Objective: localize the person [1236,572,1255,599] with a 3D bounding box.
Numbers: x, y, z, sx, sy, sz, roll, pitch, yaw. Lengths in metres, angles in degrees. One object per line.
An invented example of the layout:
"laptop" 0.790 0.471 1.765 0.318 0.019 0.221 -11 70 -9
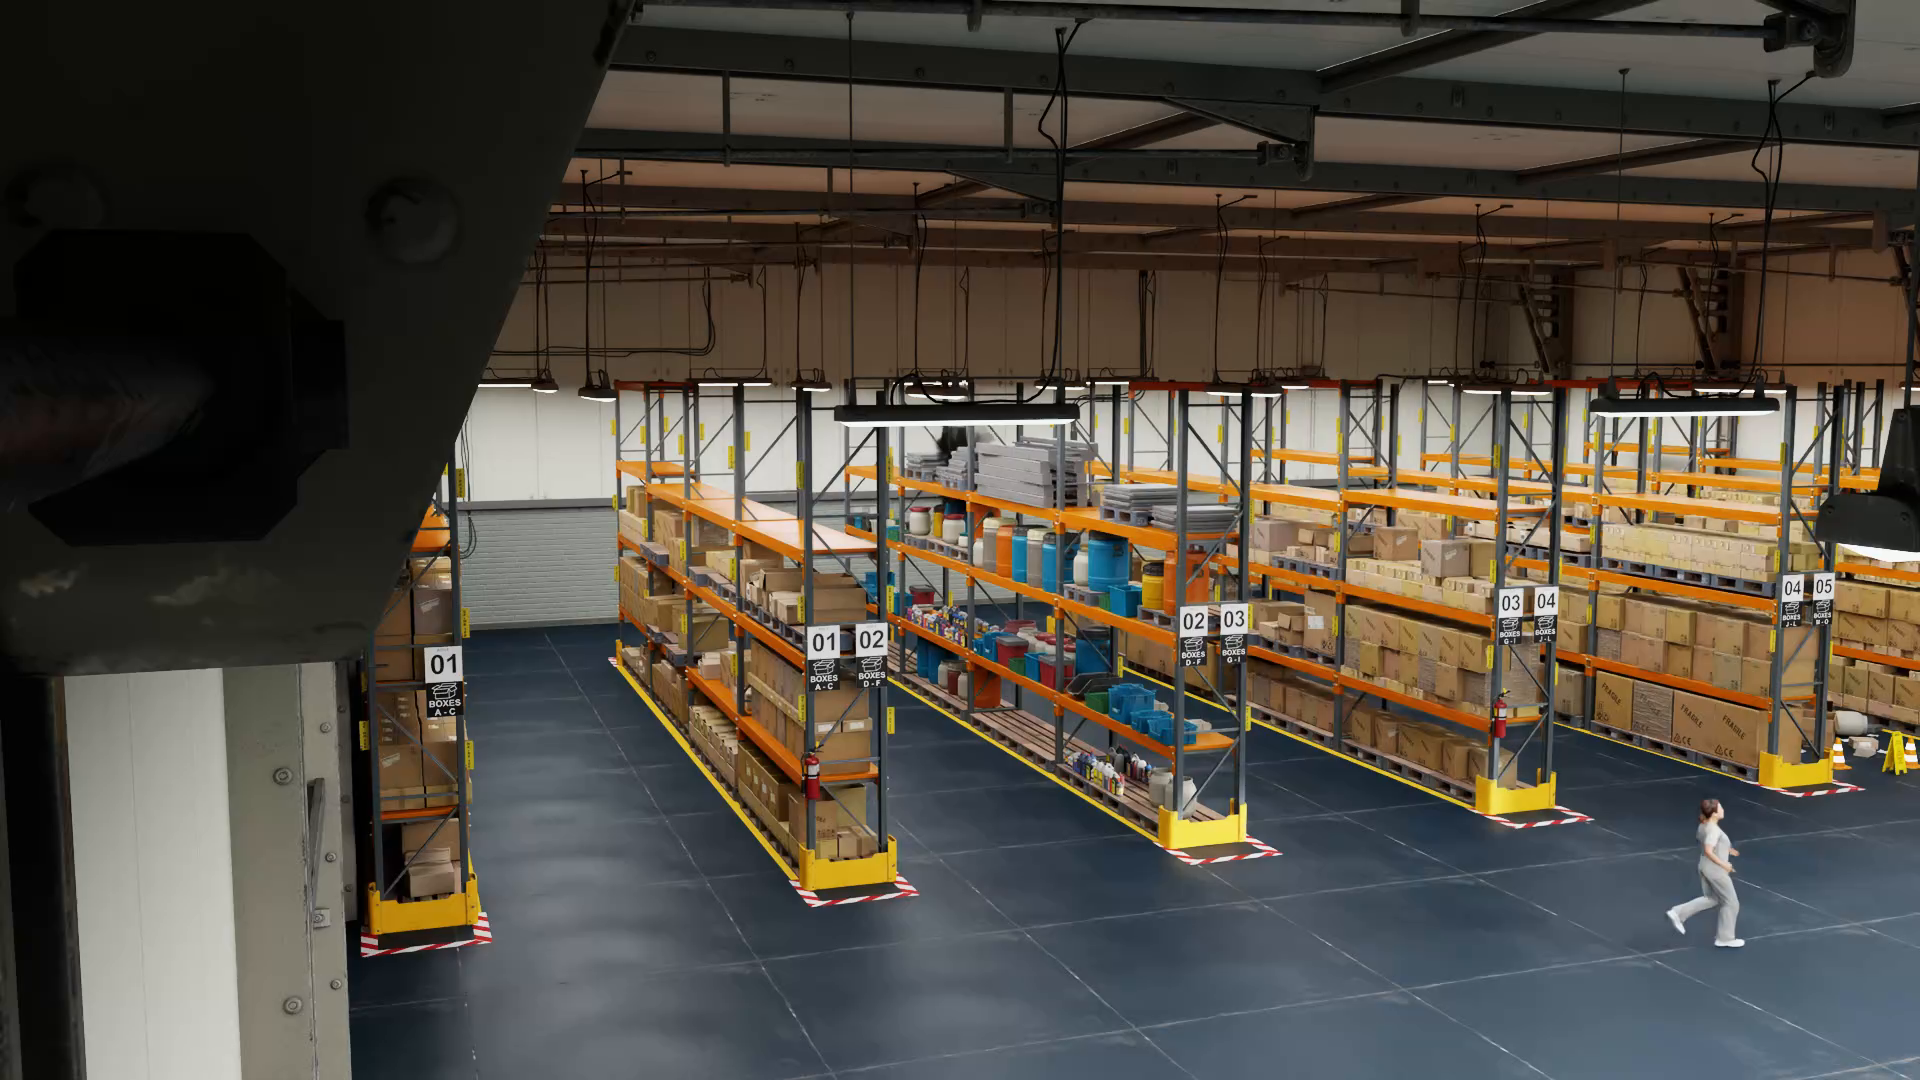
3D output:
"person" 7.063 1.063 41.496 0.951 1.710 0.753 3 7 24

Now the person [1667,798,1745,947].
"person" 8.143 3.609 18.060 0.802 1.635 0.575 1 6 6
